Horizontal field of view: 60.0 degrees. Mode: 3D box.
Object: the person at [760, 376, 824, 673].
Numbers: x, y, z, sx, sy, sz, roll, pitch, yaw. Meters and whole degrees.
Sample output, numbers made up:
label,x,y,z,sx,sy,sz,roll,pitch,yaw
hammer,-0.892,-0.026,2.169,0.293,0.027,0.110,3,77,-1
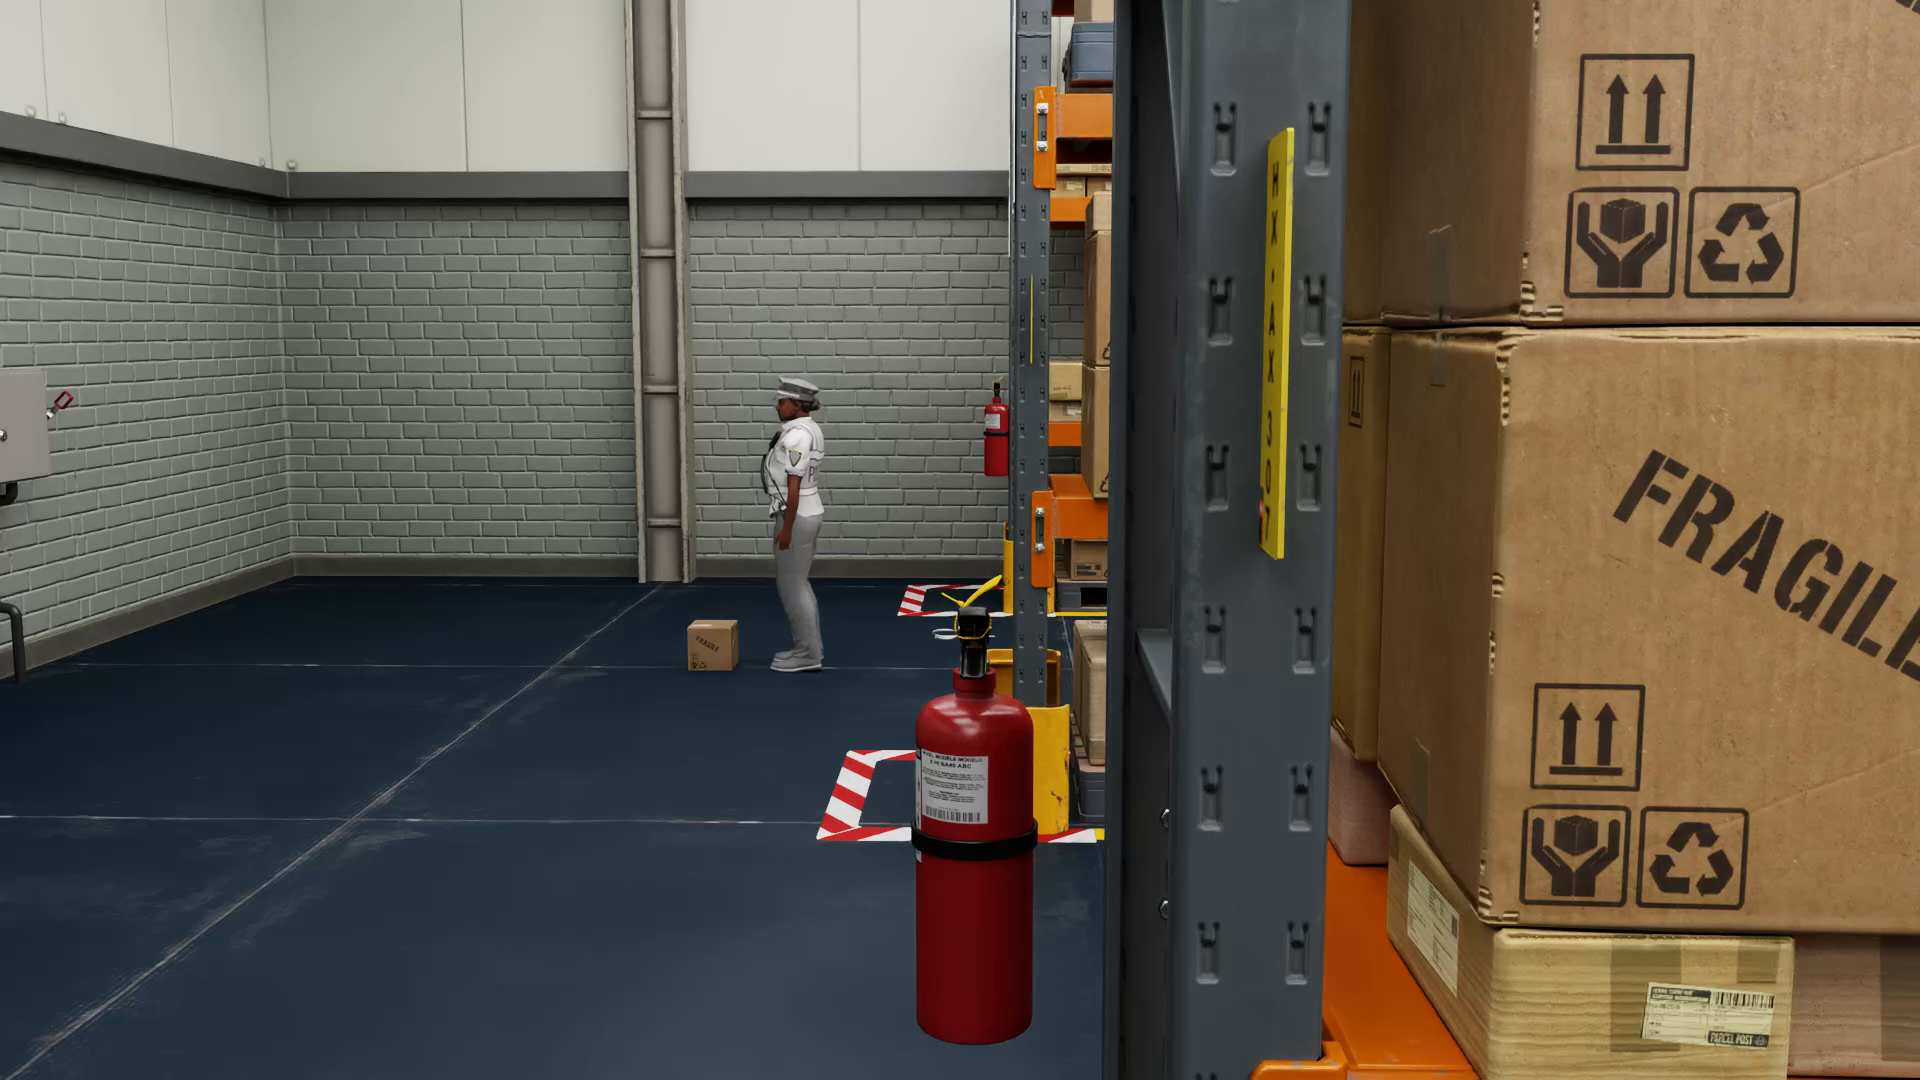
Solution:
label,x,y,z,sx,sy,sz,roll,pitch,yaw
person,-0.945,-0.093,9.477,0.341,1.675,0.435,0,7,3
